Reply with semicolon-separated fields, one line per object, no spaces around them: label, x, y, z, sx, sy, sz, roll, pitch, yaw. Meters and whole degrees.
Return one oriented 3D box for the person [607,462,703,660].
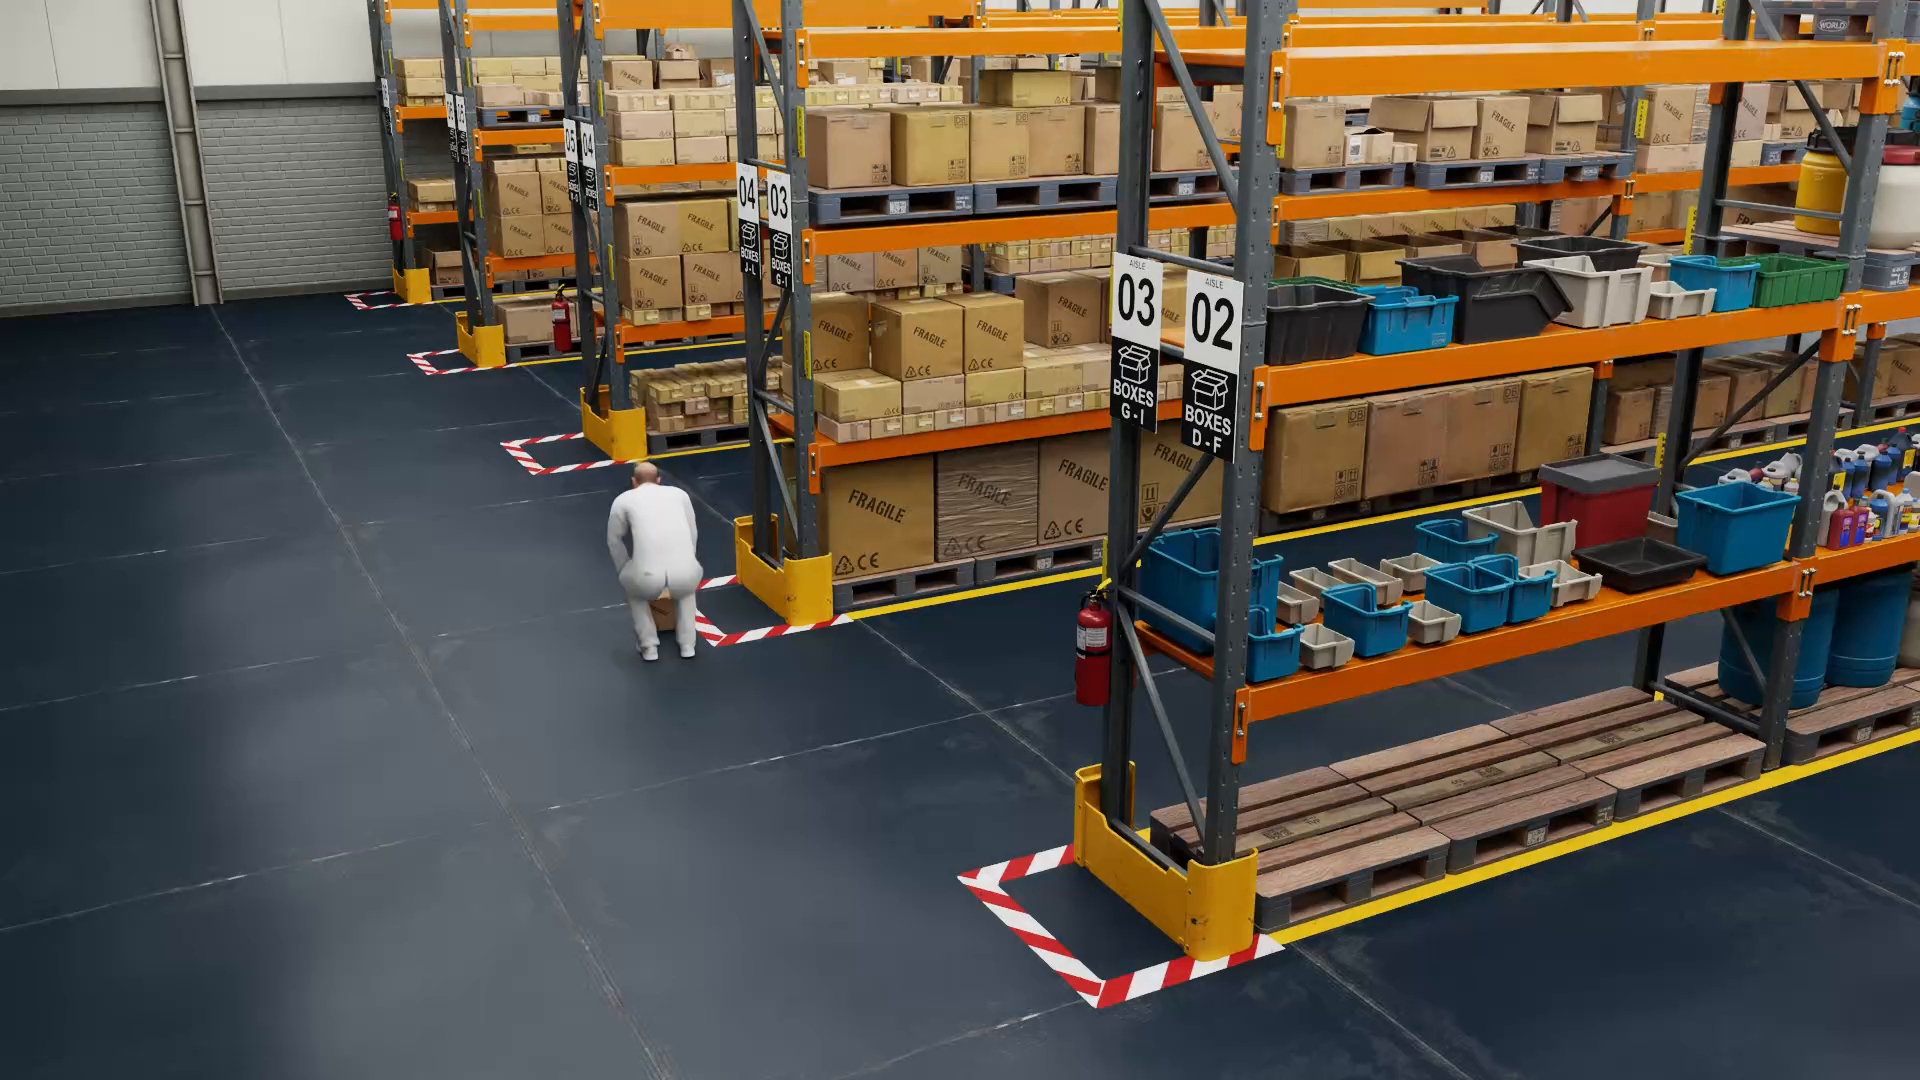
person;-2.087;0.154;11.430;0.632;1.271;0.793;-5;19;-14
